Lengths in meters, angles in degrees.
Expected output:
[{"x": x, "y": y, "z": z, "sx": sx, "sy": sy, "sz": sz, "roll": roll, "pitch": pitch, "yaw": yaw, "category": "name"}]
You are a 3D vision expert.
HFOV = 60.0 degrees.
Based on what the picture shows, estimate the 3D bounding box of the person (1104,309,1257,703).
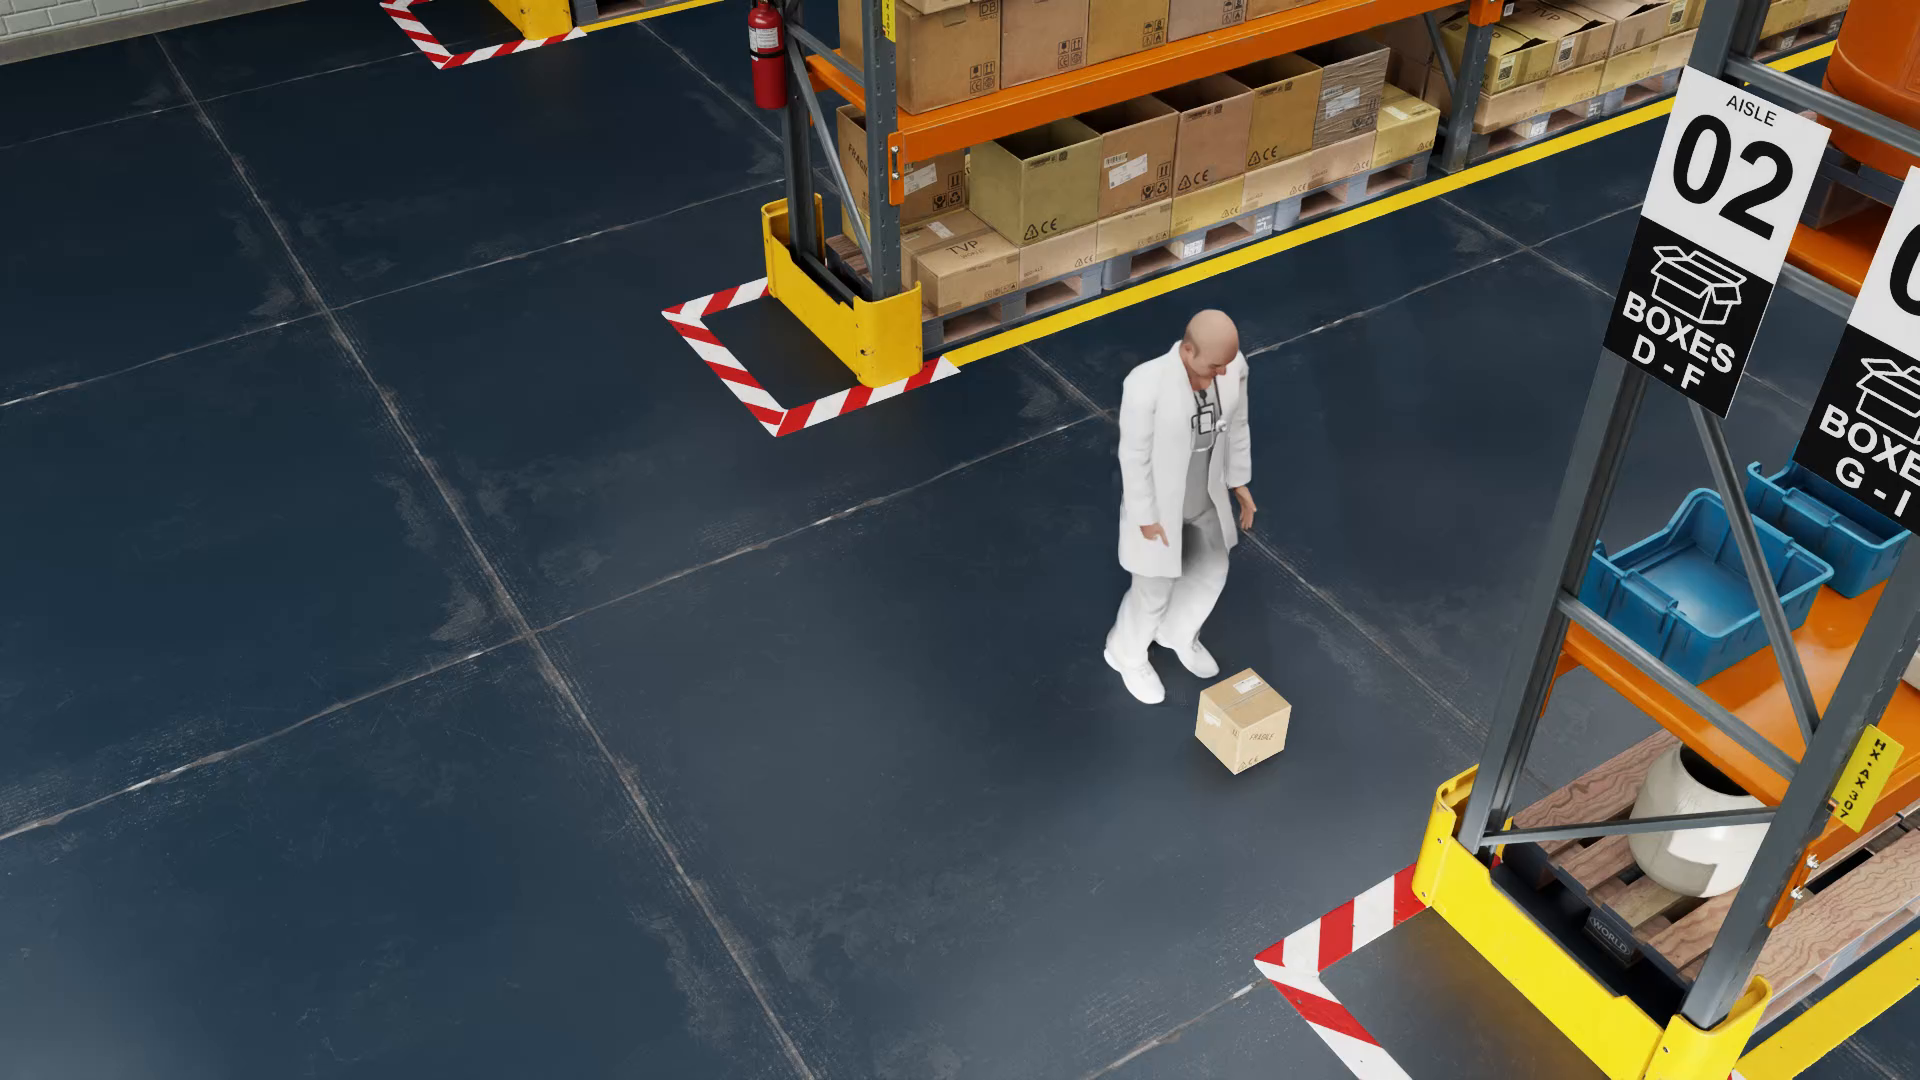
[{"x": 0.853, "y": -0.150, "z": 6.375, "sx": 0.579, "sy": 1.752, "sz": 0.385, "roll": -21, "pitch": 45, "yaw": -23, "category": "person"}]
